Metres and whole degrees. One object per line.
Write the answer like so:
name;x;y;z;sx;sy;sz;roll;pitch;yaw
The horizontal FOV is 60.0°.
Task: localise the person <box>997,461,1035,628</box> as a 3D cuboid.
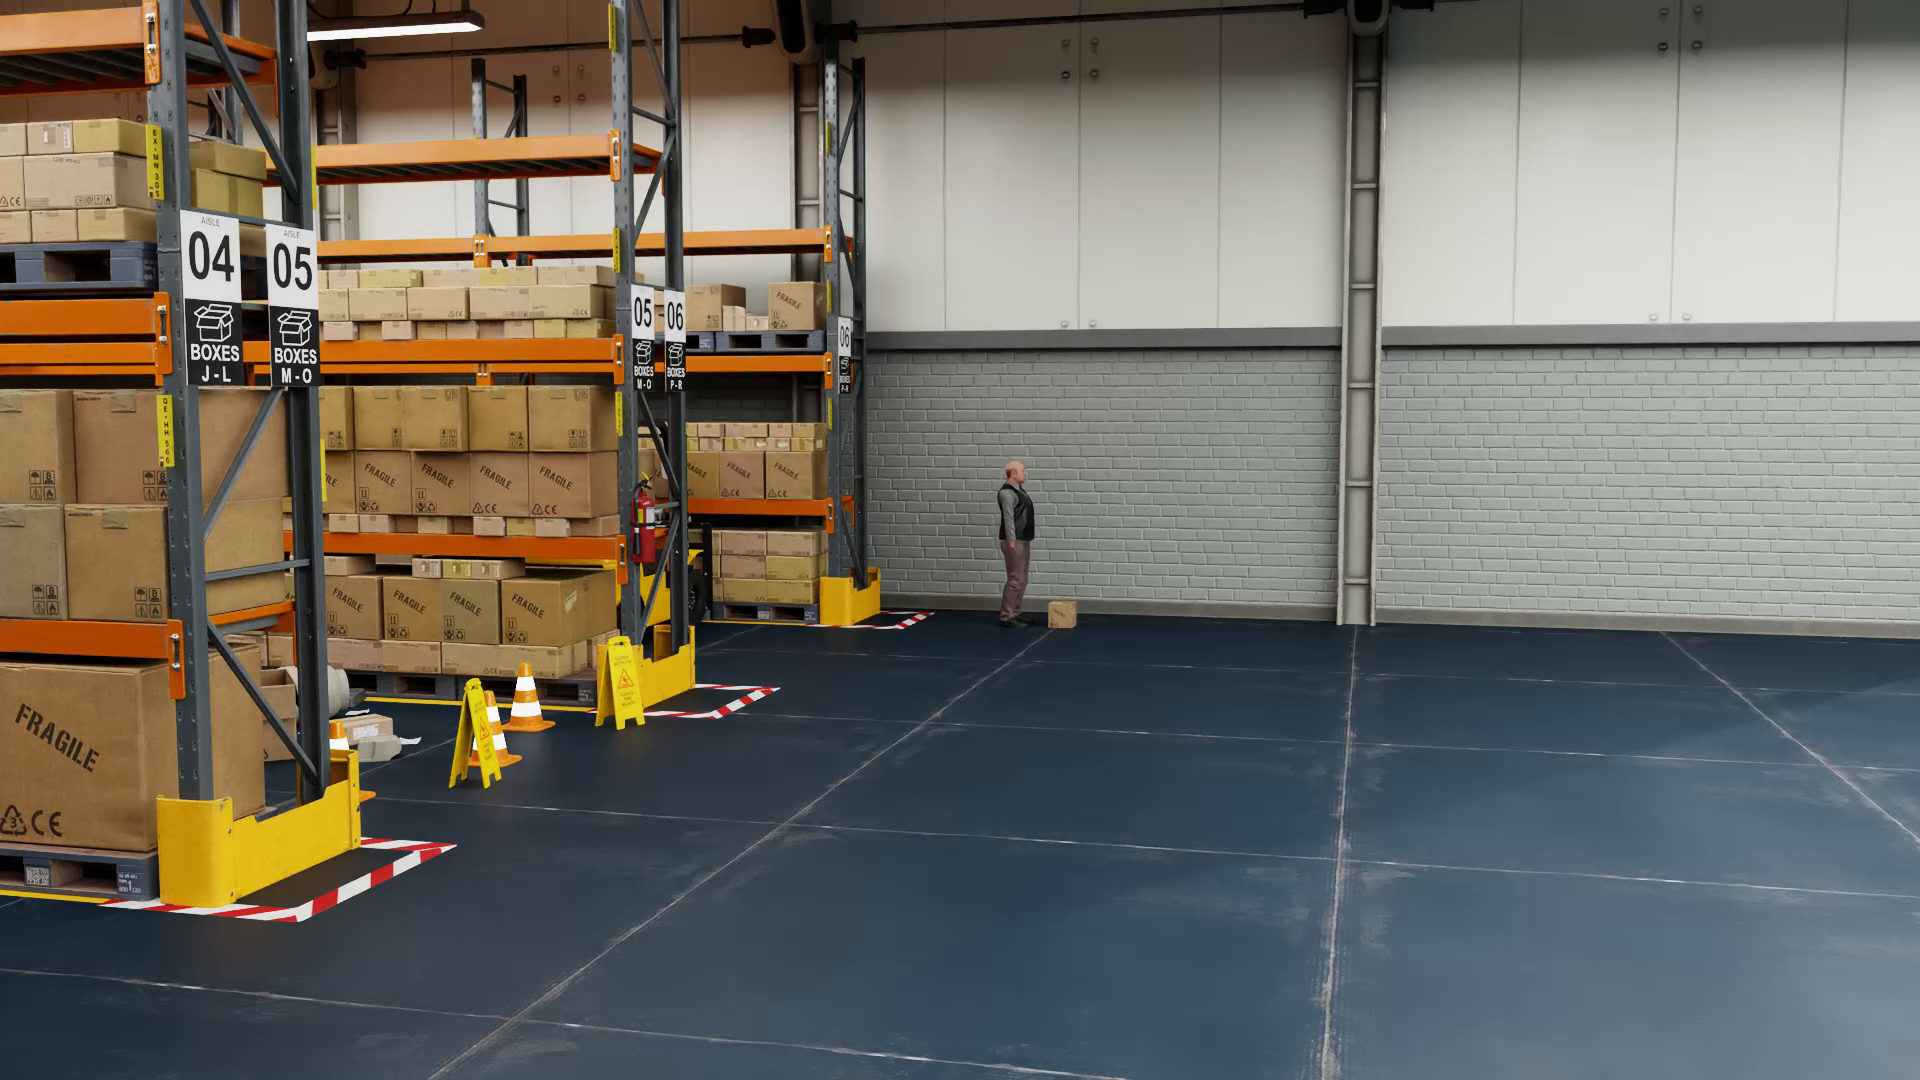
person;0.593;0.034;17.312;0.359;1.718;0.532;1;5;15
